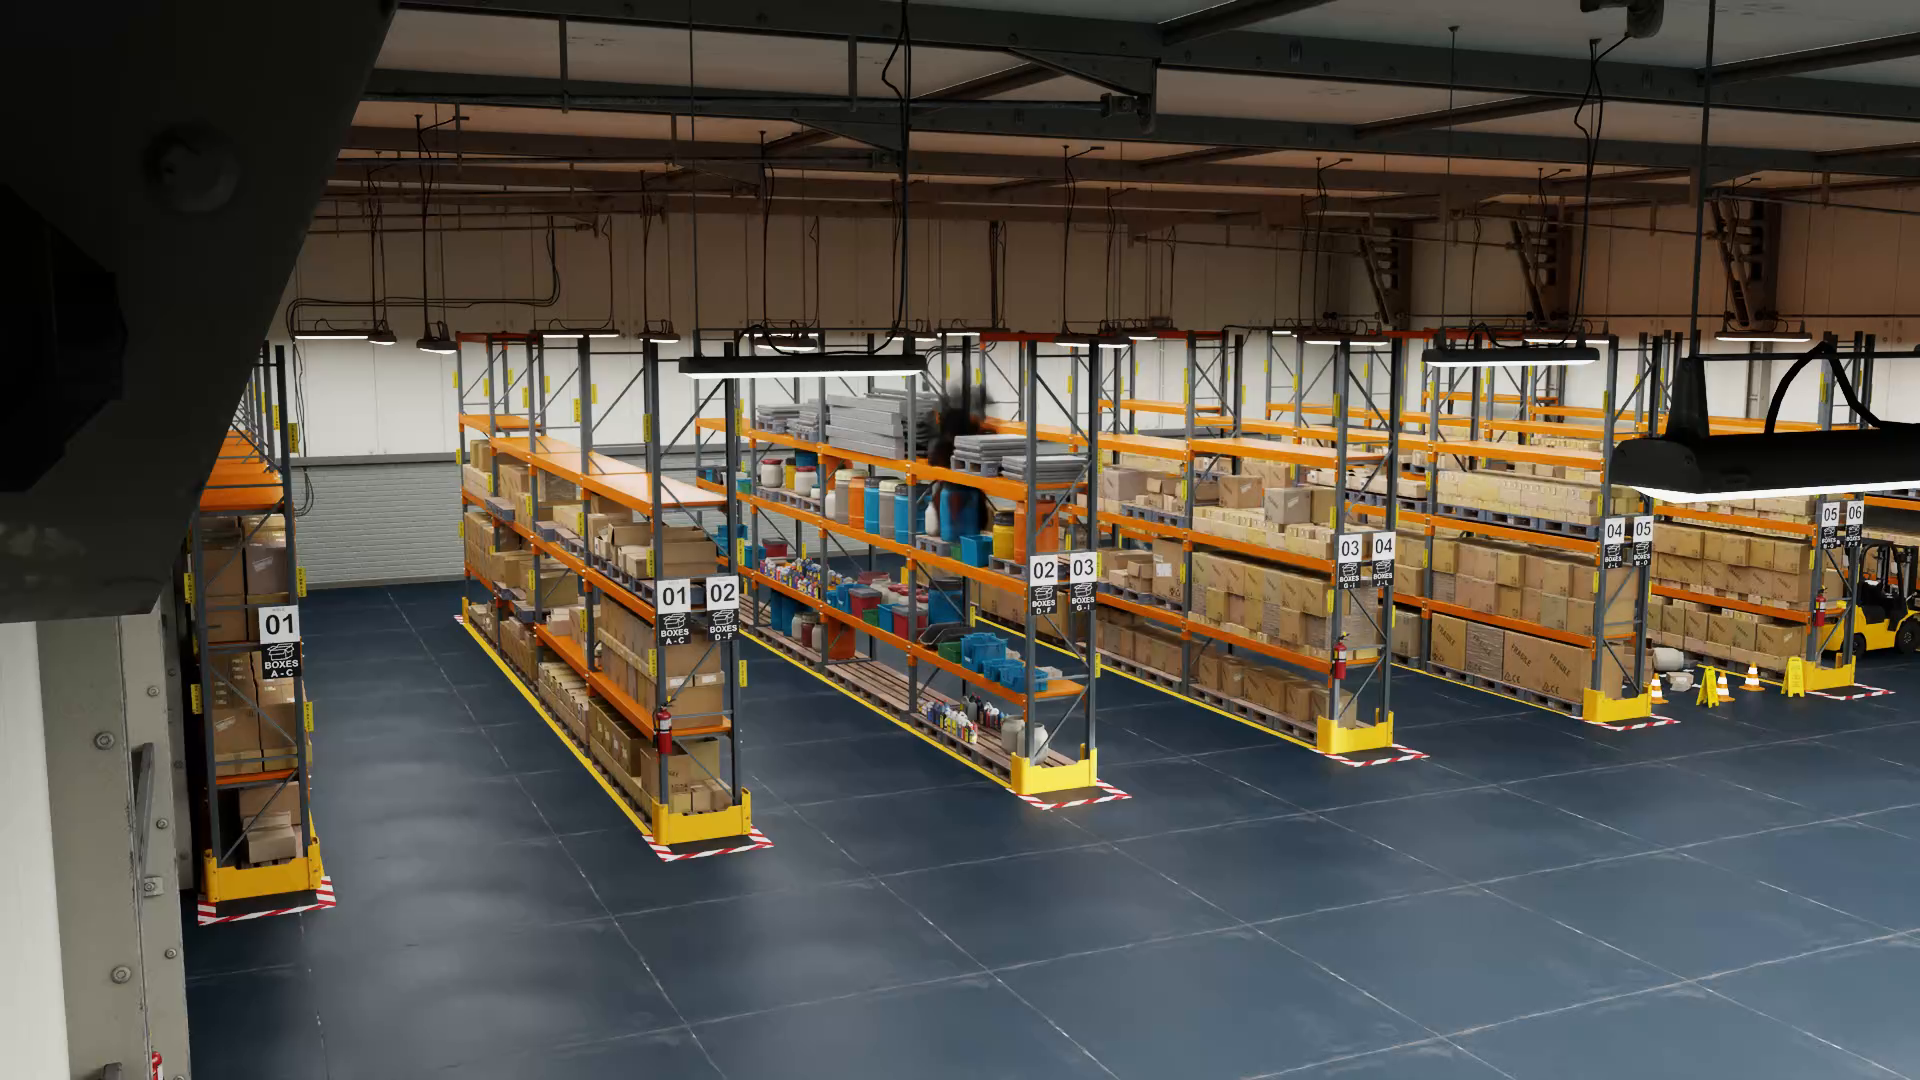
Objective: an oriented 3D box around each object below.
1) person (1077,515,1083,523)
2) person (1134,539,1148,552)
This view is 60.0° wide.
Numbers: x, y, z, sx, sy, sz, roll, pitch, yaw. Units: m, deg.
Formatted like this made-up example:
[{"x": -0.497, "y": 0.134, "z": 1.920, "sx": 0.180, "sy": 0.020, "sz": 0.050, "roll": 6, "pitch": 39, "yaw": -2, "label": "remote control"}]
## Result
[{"x": 2.697, "y": 0.242, "z": 38.814, "sx": 0.733, "sy": 1.797, "sz": 0.743, "roll": -1, "pitch": 8, "yaw": -9, "label": "person"}, {"x": 4.602, "y": -0.249, "z": 42.439, "sx": 0.695, "sy": 1.771, "sz": 0.685, "roll": -4, "pitch": 9, "yaw": -28, "label": "person"}]
